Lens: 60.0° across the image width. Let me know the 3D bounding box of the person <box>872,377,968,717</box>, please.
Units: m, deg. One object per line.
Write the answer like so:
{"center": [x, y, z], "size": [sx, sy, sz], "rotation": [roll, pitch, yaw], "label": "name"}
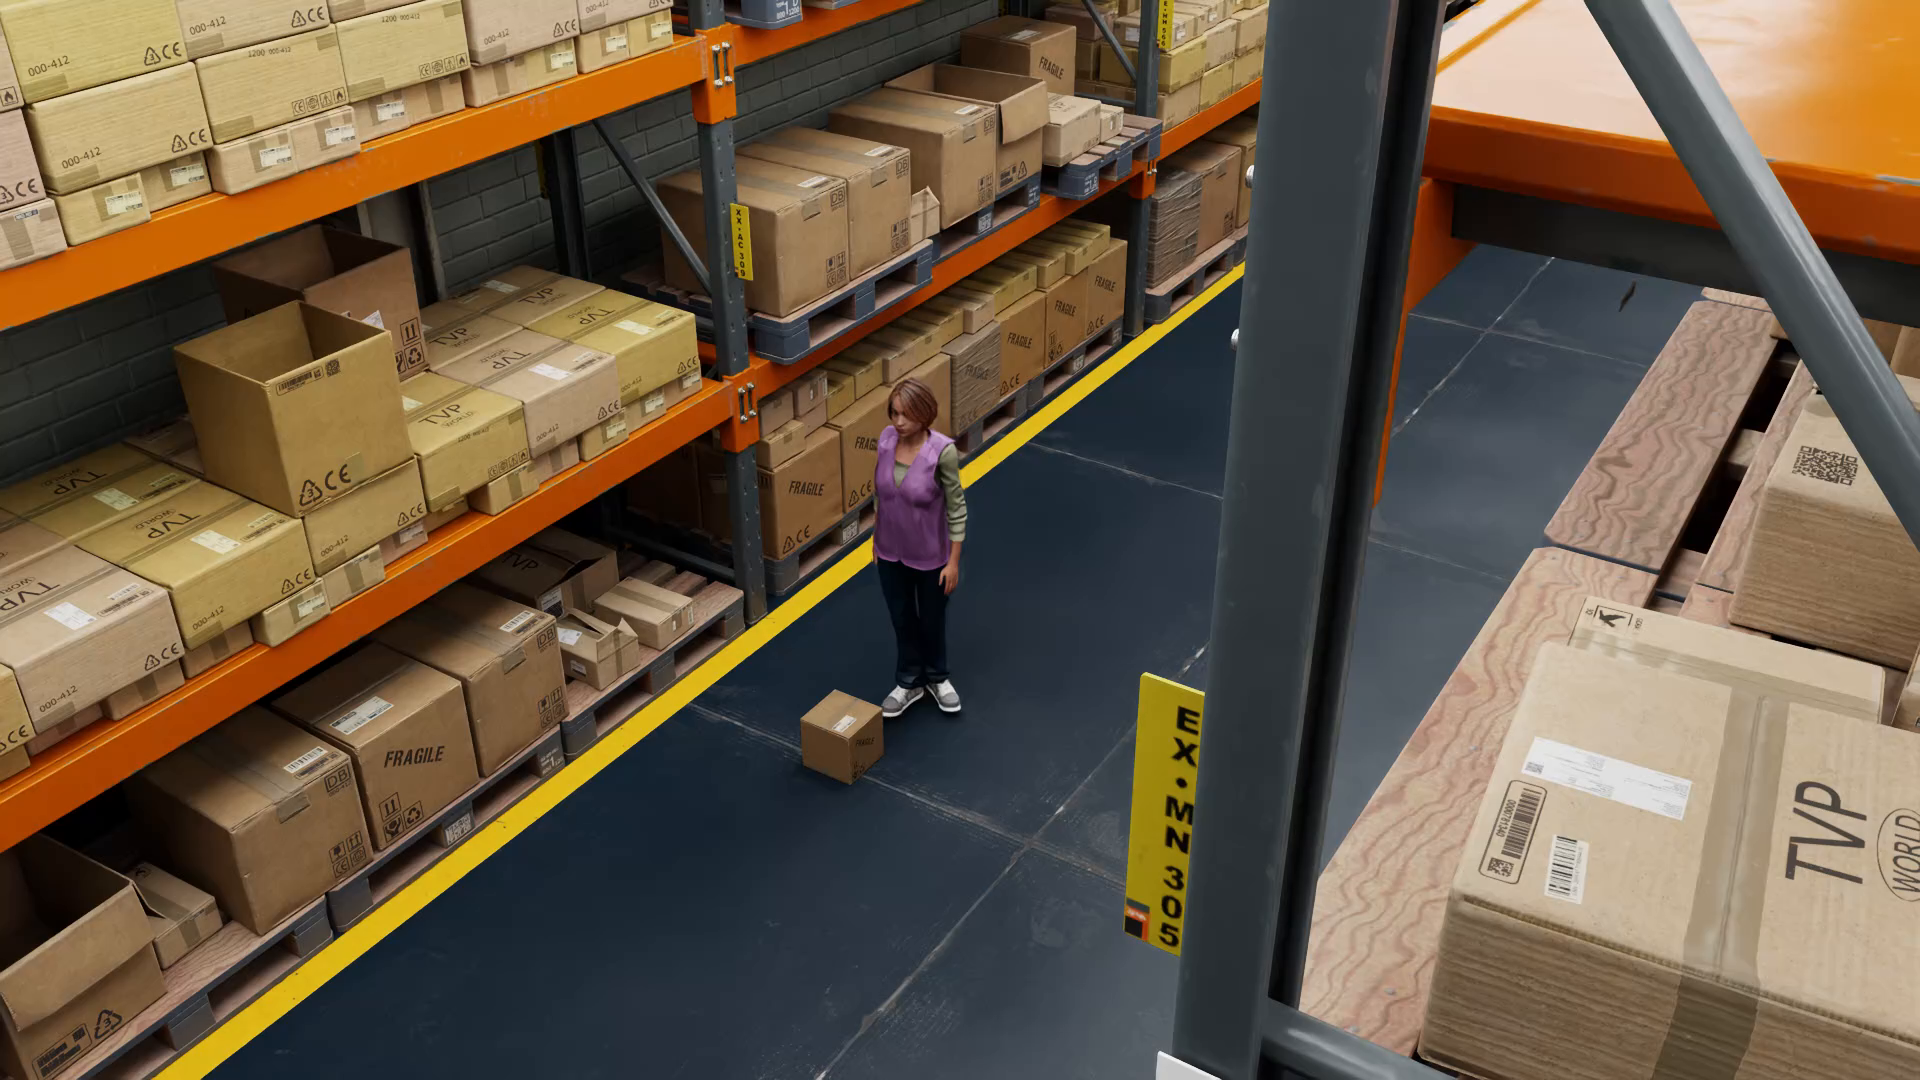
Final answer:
{"center": [-0.175, 0.048, 7.031], "size": [0.450, 1.597, 0.357], "rotation": [14, 34, 22], "label": "person"}
